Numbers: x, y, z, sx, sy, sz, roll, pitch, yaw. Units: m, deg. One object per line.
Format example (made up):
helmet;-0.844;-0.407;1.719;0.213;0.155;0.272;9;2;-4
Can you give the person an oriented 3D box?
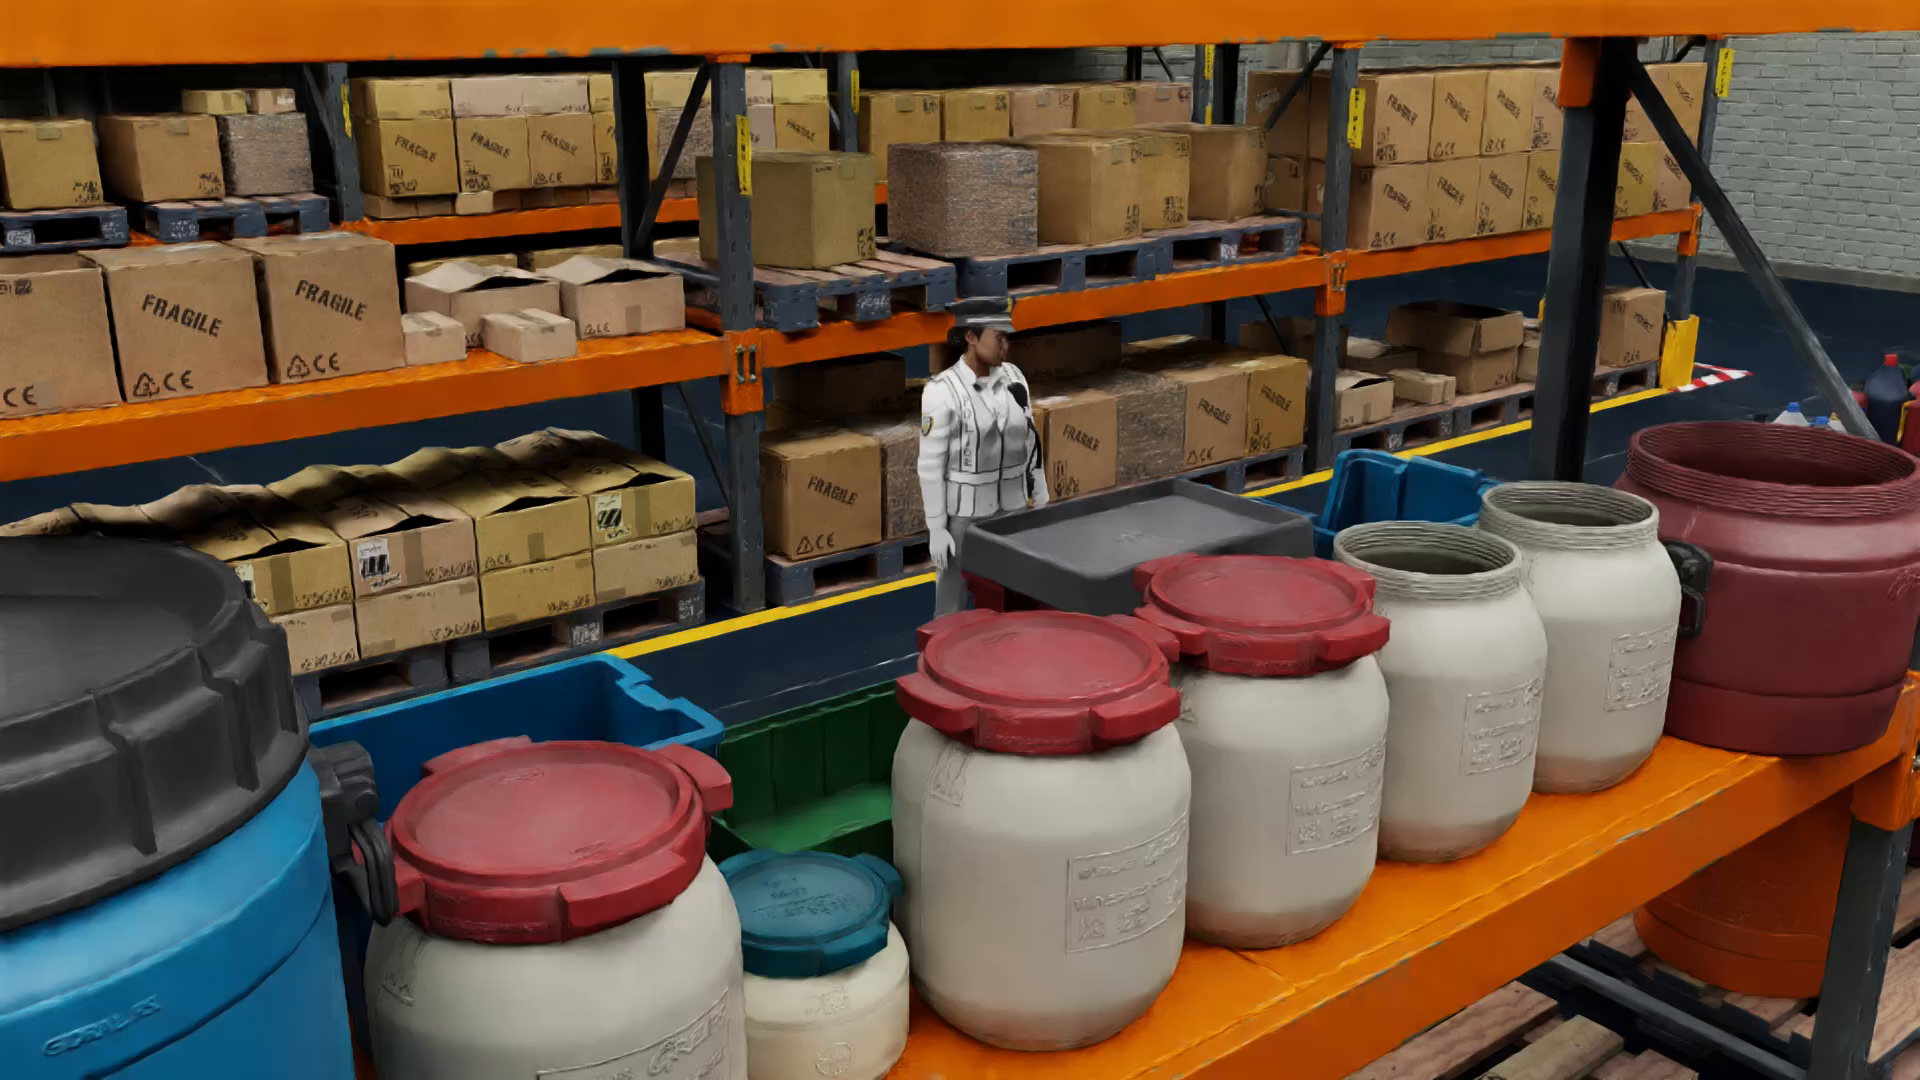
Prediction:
person;0.096;-0.082;6.206;0.543;1.679;0.402;-10;20;-27
